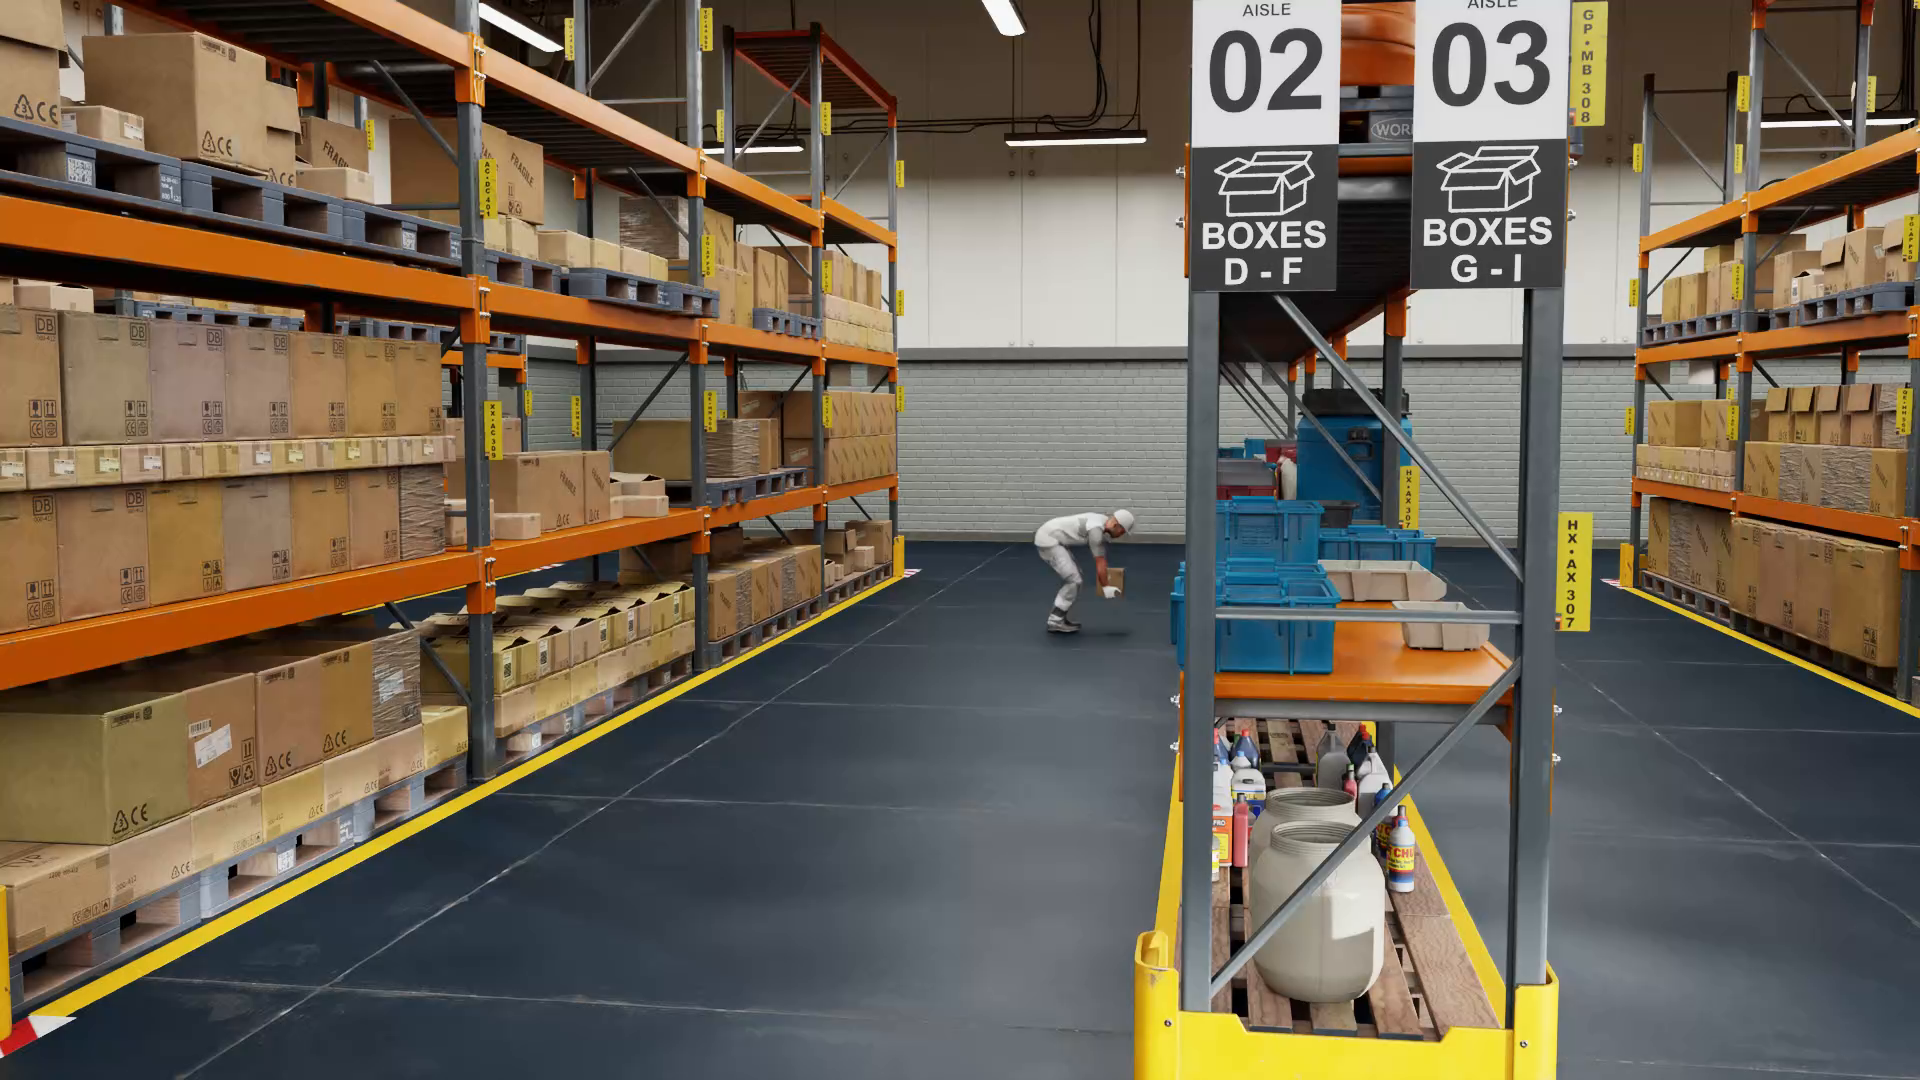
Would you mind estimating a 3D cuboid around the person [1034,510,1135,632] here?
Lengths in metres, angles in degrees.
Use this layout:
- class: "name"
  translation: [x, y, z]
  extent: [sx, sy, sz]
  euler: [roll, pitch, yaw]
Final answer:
- class: "person"
  translation: [1.177, 0.287, 15.780]
  extent: [0.947, 1.157, 0.520]
  euler: [0, 4, 6]
